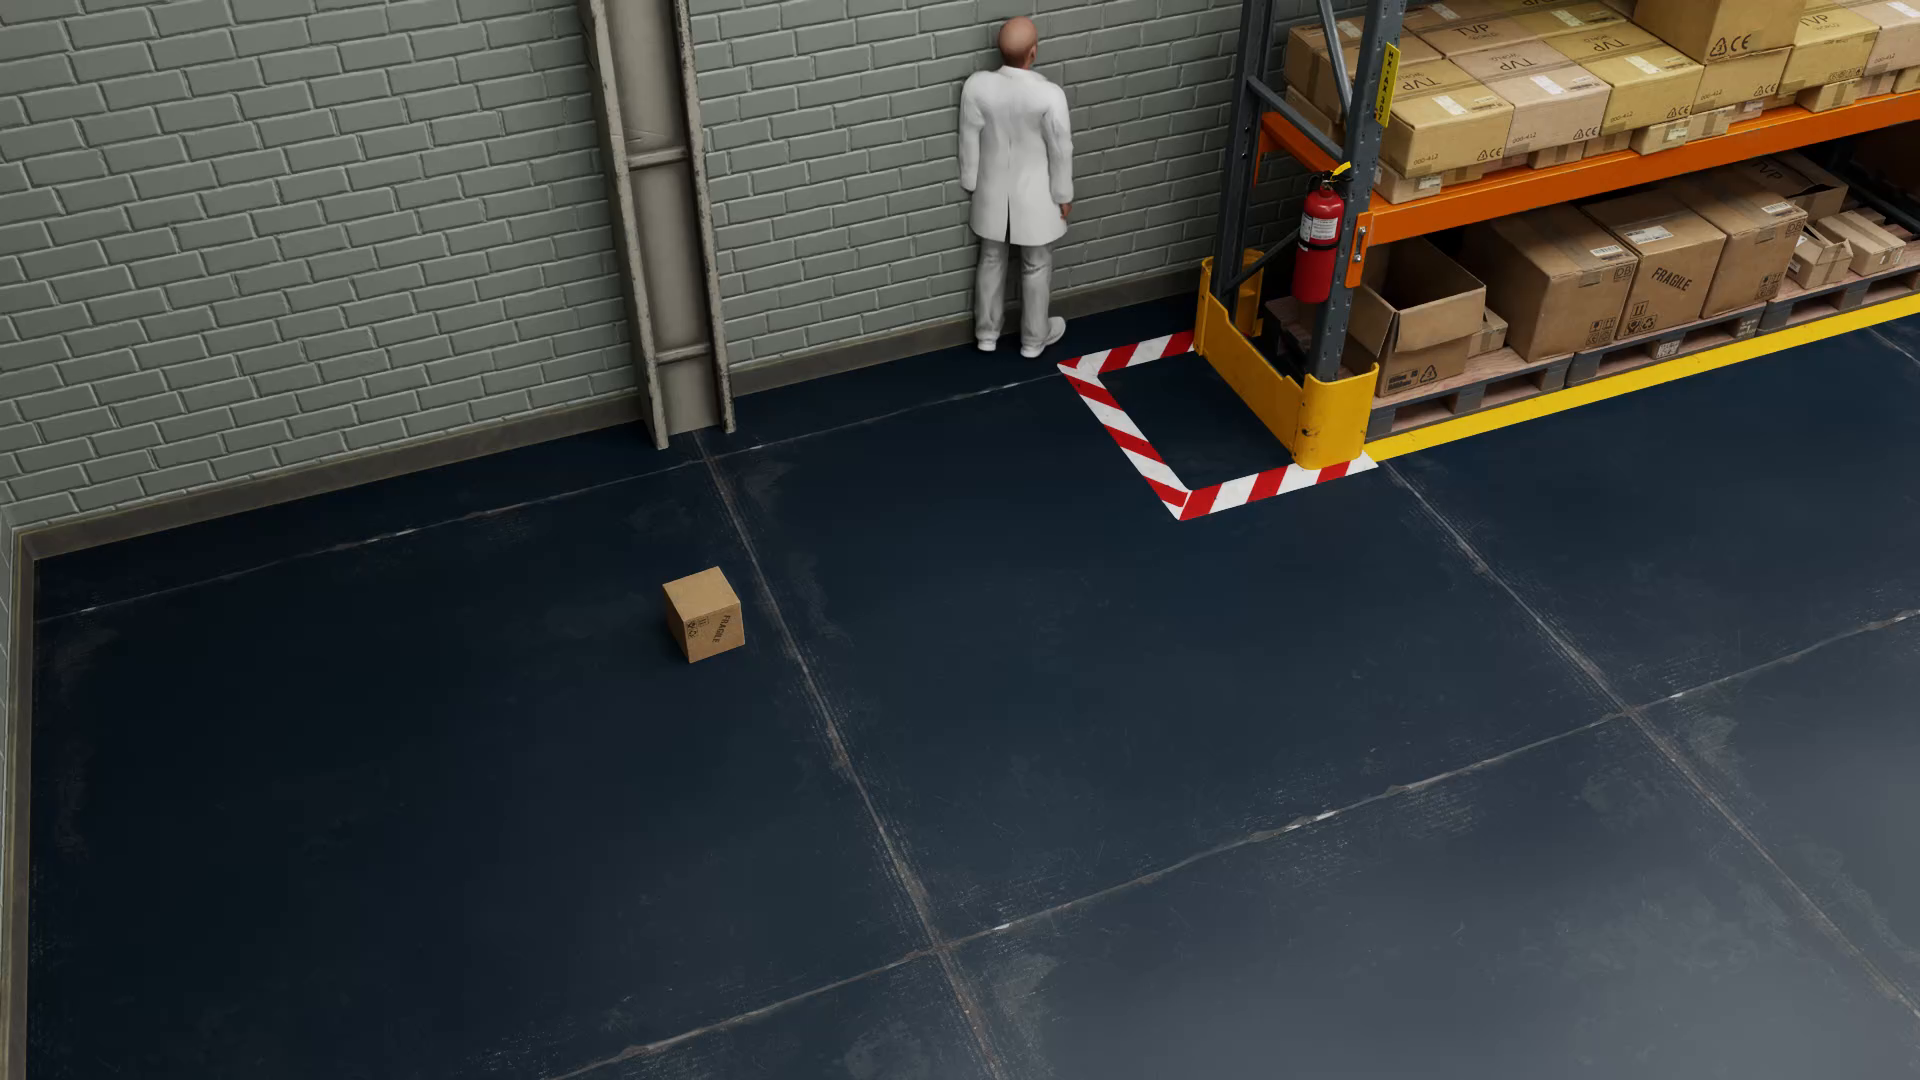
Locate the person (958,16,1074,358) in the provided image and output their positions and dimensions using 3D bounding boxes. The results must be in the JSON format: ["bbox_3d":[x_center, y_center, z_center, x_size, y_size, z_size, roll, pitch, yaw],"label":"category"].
[{"bbox_3d":[0.293,-1.716,8.131,0.571,1.807,0.404,13,43,15],"label":"person"}]
